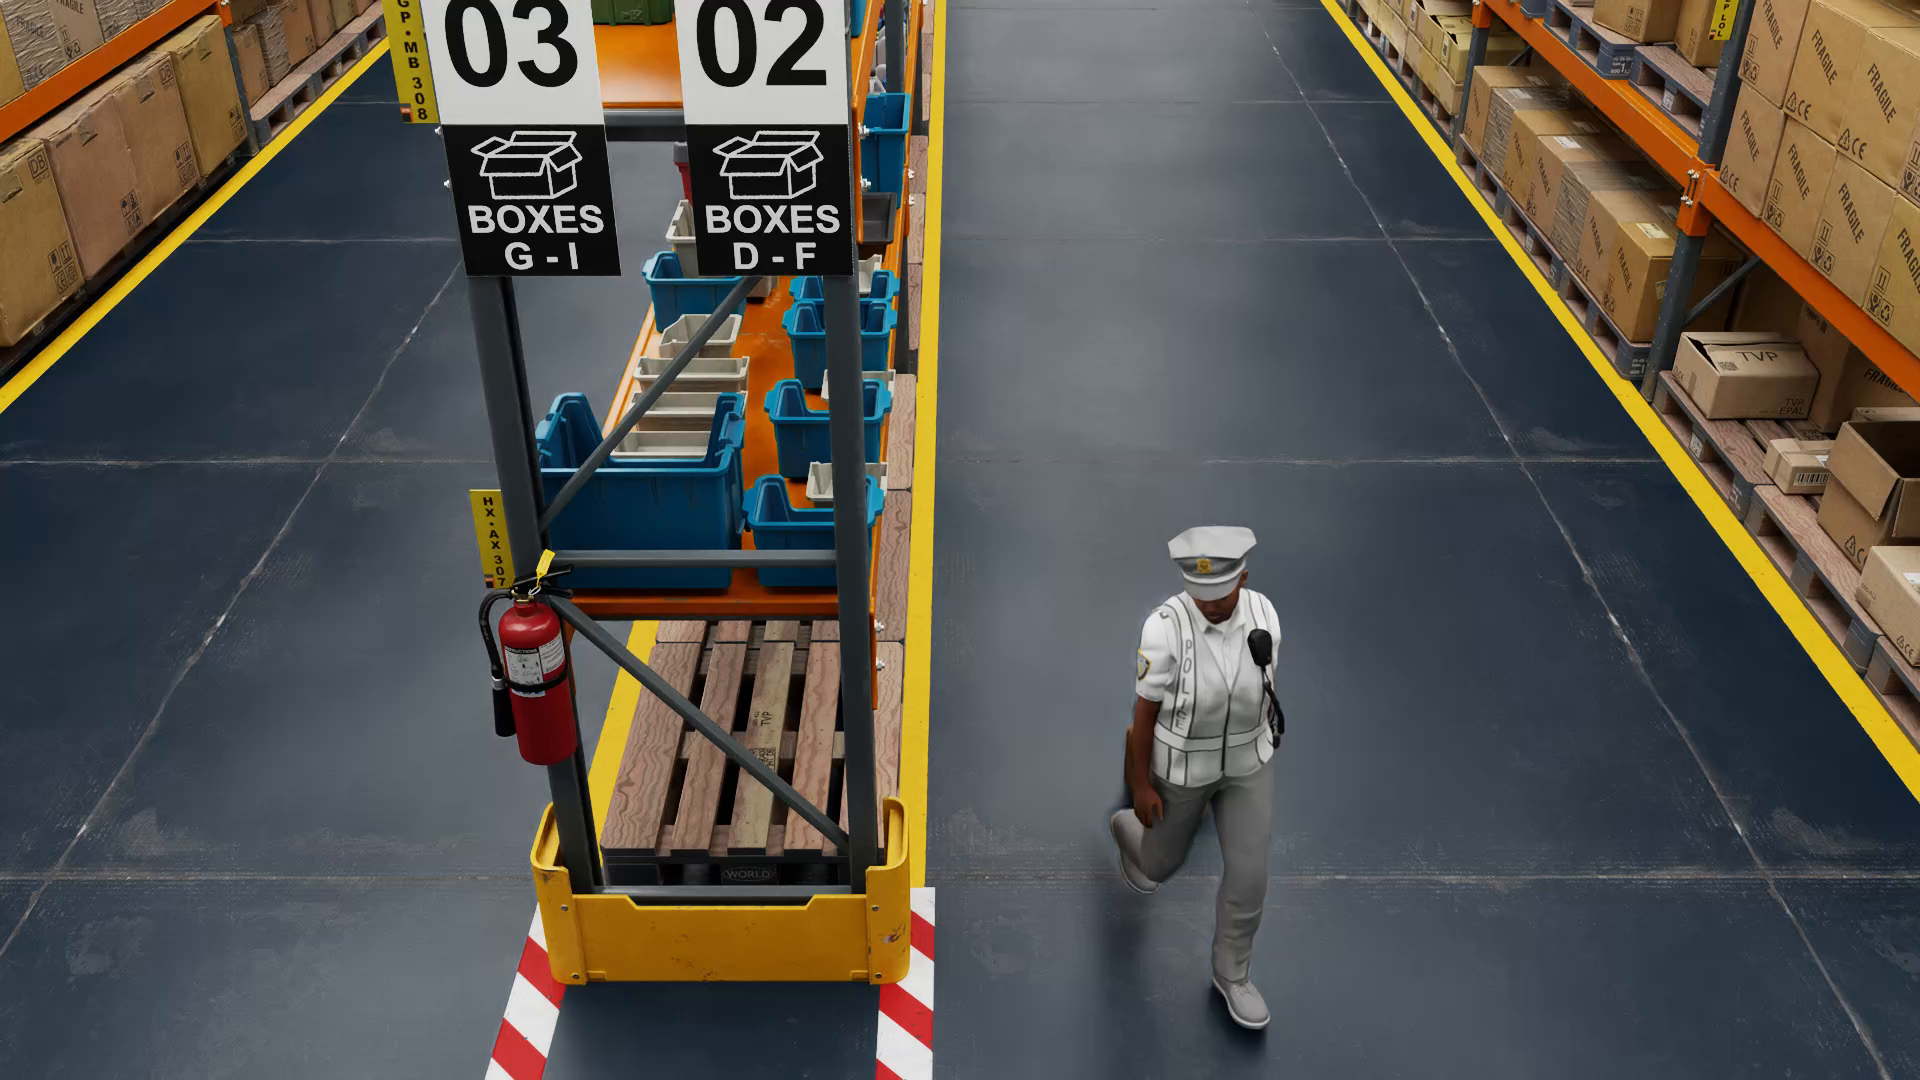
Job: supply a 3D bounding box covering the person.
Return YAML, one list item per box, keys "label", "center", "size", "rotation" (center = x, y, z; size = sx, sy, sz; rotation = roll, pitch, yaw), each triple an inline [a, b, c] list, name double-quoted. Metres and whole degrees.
- label: "person"
  center: [0.736, 0.655, 5.073]
  size: [0.479, 1.626, 0.847]
  rotation: [-6, 32, -10]
